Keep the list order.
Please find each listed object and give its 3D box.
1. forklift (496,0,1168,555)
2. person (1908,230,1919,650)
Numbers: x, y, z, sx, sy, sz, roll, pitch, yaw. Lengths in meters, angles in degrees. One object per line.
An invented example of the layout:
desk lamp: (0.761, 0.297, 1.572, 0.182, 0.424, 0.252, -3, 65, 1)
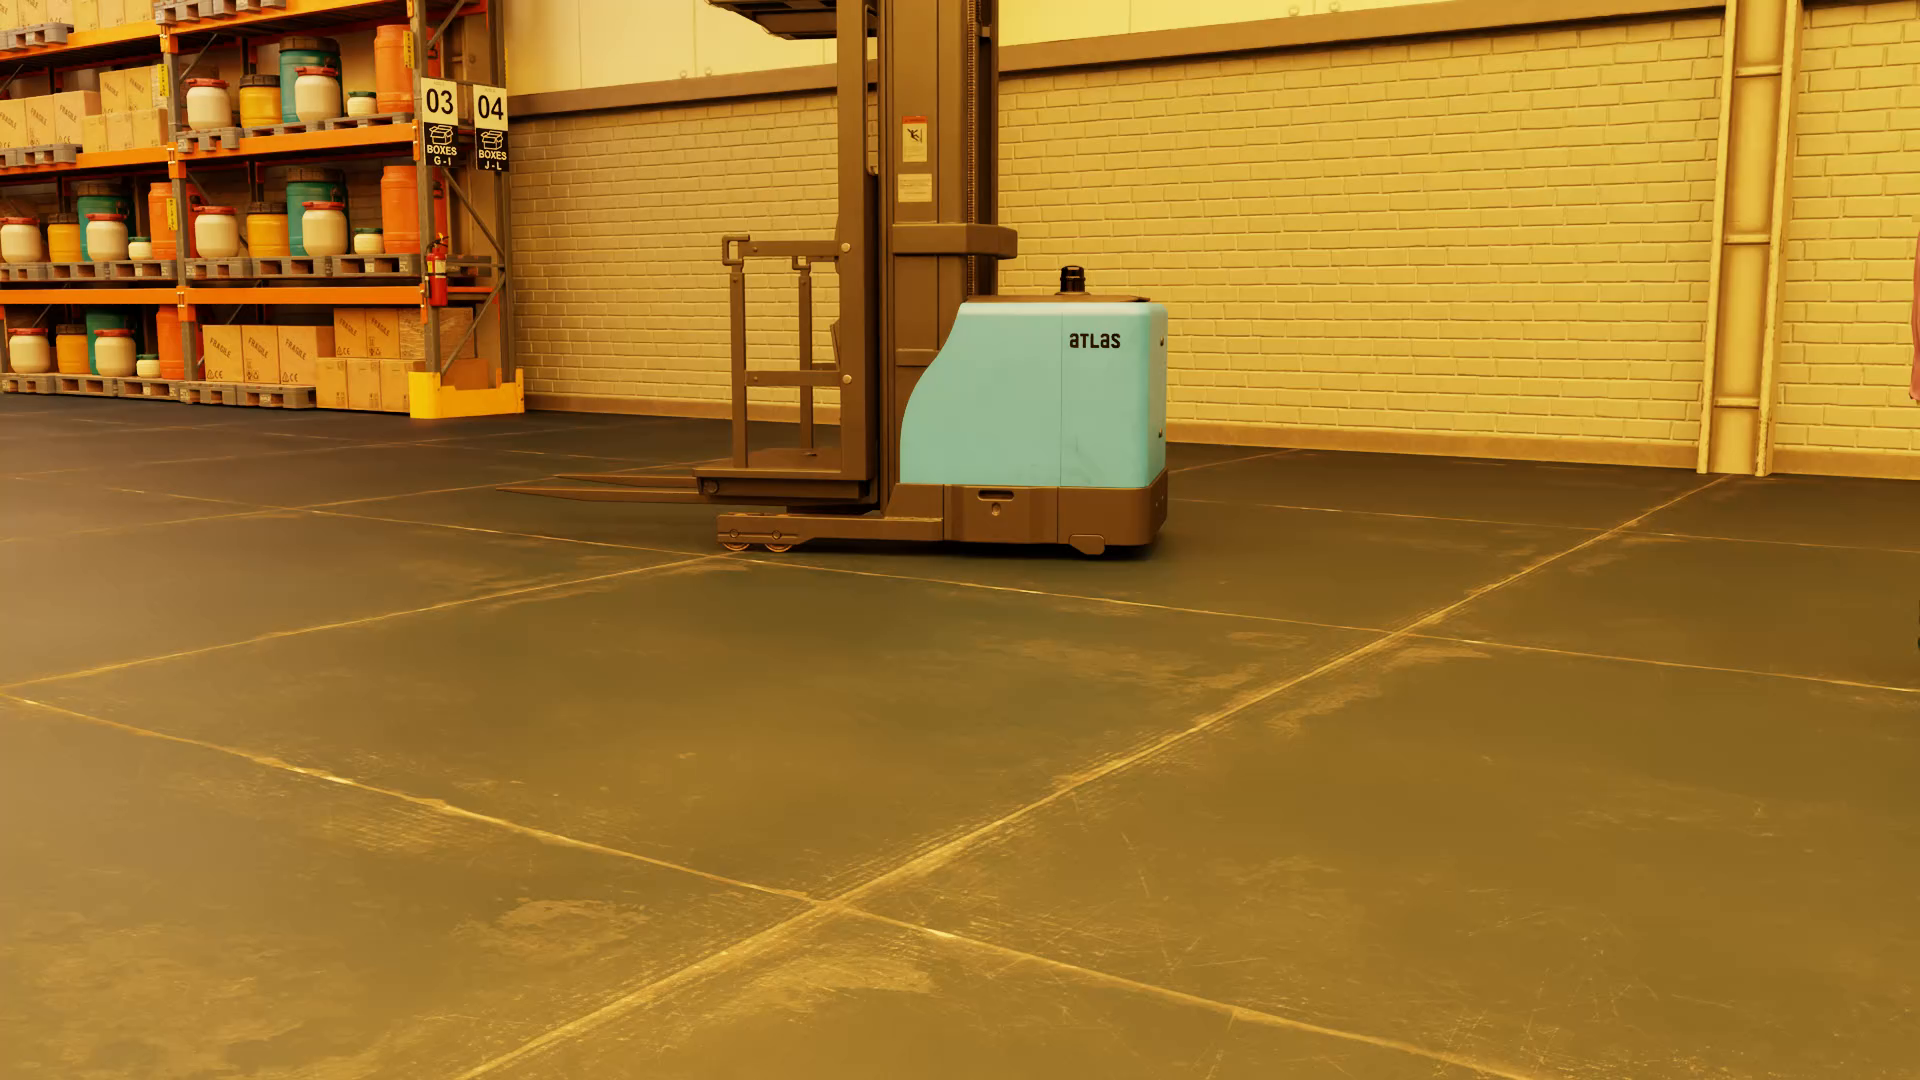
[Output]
forklift: (-0.596, -1.469, 7.520, 3.031, 2.935, 1.130, 2, 8, 12)
person: (2.912, -0.394, 4.651, 0.475, 1.596, 0.520, 4, 9, 24)
